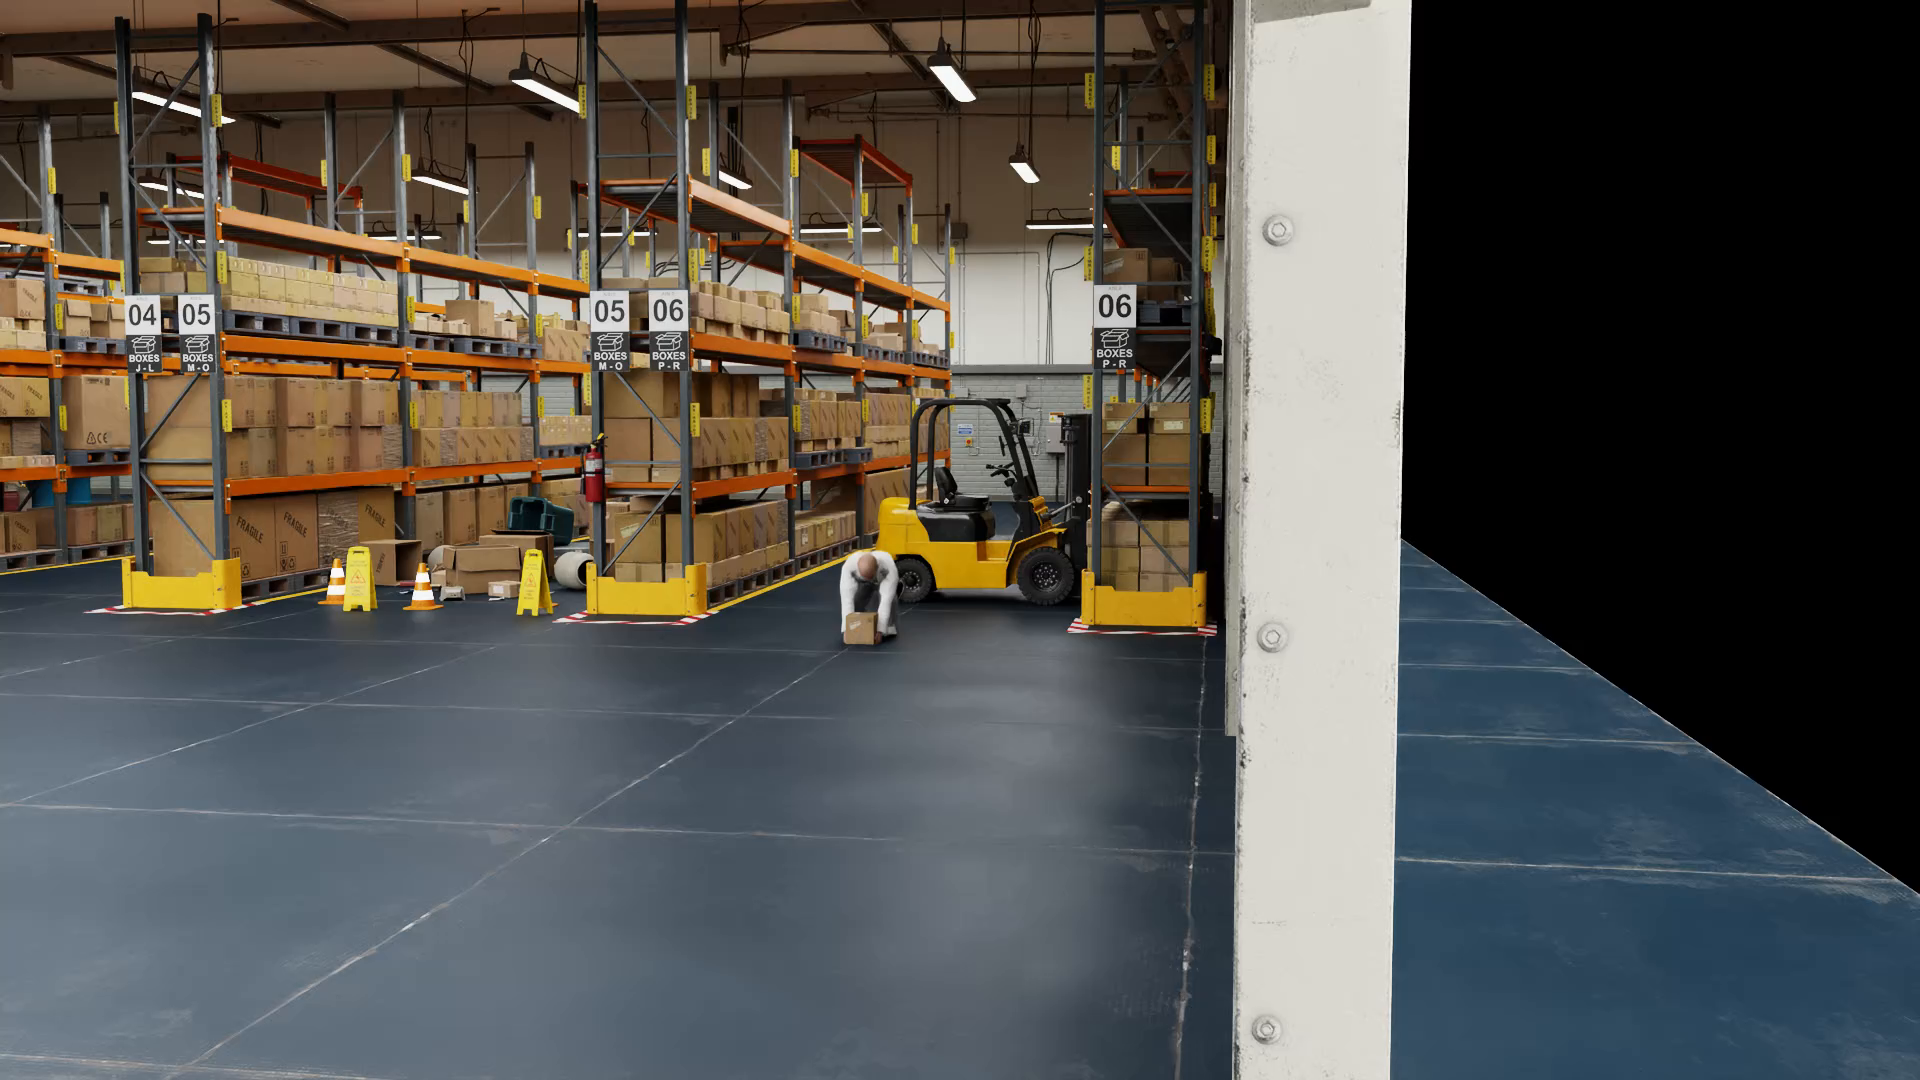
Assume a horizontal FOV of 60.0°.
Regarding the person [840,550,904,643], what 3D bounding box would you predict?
[{"bbox_3d":[-0.798,0.486,14.852,0.576,0.806,0.947,1,4,7],"label":"person"}]
